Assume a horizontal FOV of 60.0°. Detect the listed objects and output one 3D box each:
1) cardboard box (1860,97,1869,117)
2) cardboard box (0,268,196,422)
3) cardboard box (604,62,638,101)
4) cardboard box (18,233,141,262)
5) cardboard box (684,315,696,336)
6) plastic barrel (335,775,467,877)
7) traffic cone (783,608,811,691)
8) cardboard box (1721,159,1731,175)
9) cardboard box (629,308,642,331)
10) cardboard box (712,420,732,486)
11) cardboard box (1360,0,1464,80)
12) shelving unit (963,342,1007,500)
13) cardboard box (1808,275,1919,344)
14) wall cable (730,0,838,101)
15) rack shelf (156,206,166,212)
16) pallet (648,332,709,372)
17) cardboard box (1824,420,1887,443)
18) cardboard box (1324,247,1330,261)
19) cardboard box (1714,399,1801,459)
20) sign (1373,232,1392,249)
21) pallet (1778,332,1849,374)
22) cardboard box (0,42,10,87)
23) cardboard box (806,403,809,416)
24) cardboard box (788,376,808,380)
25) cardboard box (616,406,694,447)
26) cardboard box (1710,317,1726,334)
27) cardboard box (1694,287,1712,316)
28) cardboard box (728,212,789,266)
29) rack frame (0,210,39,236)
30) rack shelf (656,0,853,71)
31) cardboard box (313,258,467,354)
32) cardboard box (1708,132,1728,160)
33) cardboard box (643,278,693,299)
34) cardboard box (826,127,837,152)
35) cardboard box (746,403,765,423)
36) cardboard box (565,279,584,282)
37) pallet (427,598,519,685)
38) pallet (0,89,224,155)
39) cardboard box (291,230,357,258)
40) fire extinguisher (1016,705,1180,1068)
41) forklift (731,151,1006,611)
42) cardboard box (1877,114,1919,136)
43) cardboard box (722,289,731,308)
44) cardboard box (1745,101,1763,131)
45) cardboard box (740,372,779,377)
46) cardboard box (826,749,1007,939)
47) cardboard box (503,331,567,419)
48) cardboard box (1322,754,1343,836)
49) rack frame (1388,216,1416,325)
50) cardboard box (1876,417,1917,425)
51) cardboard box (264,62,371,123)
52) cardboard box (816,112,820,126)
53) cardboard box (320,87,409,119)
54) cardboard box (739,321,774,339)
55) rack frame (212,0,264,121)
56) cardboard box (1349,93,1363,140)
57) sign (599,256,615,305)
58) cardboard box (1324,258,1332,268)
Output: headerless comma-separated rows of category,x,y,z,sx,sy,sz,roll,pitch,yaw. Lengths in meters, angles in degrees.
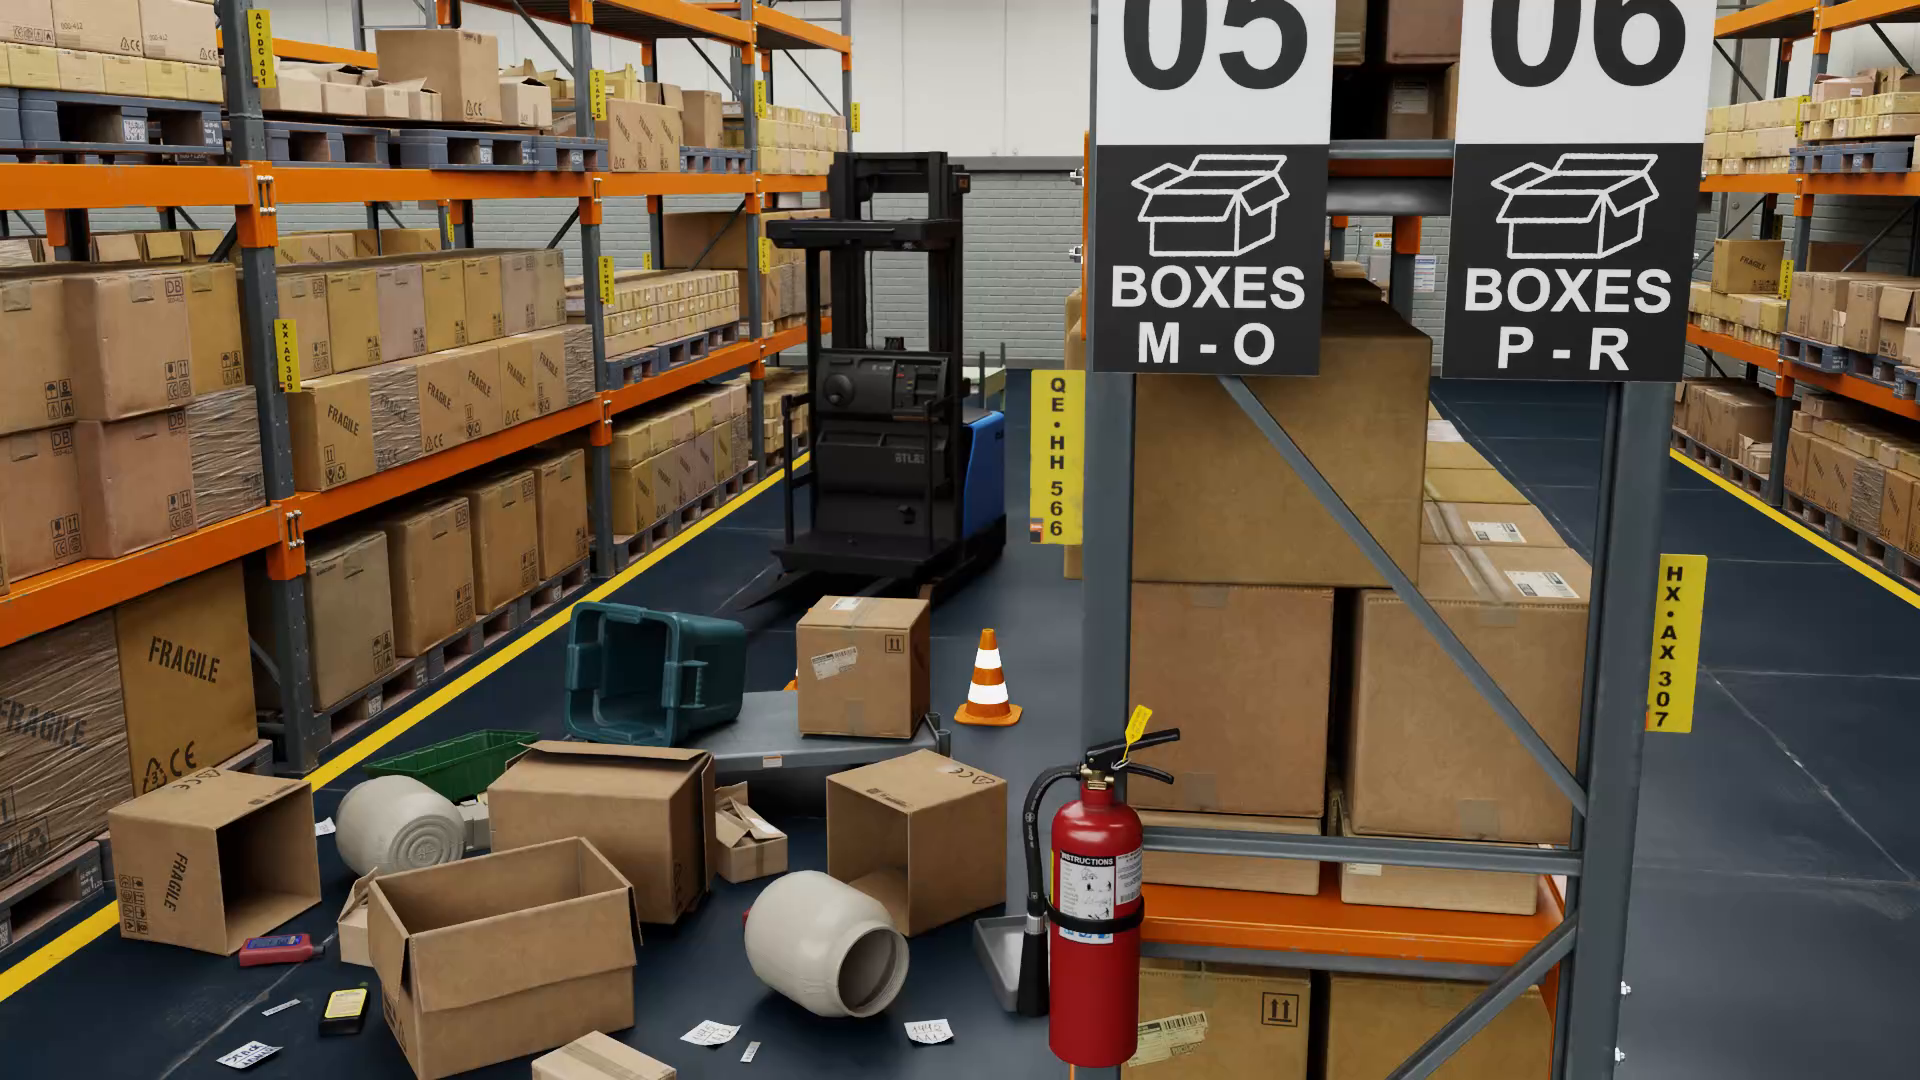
cardboard box,6.951,-3.224,12.367,0.380,0.149,0.250,2,12,9
cardboard box,-3.626,-0.789,6.613,0.875,0.550,0.550,2,12,9
cardboard box,-2.536,-3.286,11.947,0.396,0.266,0.258,2,12,9
cardboard box,-7.508,-2.362,14.215,0.797,0.503,0.637,2,12,10
cardboard box,-2.398,-1.769,13.680,0.380,0.149,0.250,2,12,11
plastic barrel,-2.224,1.164,6.588,0.421,0.421,0.512,-10,16,-40
traffic cone,-0.795,0.602,9.102,0.336,0.463,0.334,2,12,9
cardboard box,7.482,-3.549,15.816,0.380,0.149,0.250,2,12,9
cardboard box,-2.600,-1.648,12.415,0.380,0.149,0.250,1,12,7
cardboard box,-2.279,-0.761,14.341,0.500,0.500,0.500,2,12,7
cardboard box,1.067,-1.044,3.247,0.500,0.250,0.500,2,12,8
shelving unit,0.075,-0.759,12.954,0.431,1.500,0.755,3,13,13
cardboard box,7.102,-1.800,12.992,0.700,0.500,0.500,2,12,9
wall cable,-2.330,-8.632,24.050,2.277,5.999,0.120,2,12,9
rack shelf,-7.528,-2.927,14.042,1.077,0.370,4.000,2,12,9
pallet,-2.686,-1.534,13.445,1.003,0.211,1.213,2,12,9
cardboard box,7.164,-0.868,13.296,0.380,0.149,0.250,1,12,6
cardboard box,2.274,-1.707,11.184,0.500,0.500,0.500,1,12,7
cardboard box,7.575,-1.046,15.665,0.700,0.500,0.500,1,12,7
sign,6.061,-4.265,23.702,0.339,0.242,0.001,2,12,9
pallet,7.246,-1.491,13.246,1.003,0.211,1.213,2,12,9
cardboard box,-3.500,-1.628,5.668,0.380,0.149,0.250,2,12,8
cardboard box,-1.737,-1.390,17.387,0.380,0.149,0.250,2,12,9
cardboard box,-1.663,-1.703,18.134,0.380,0.149,0.250,1,12,6
cardboard box,-2.438,-0.908,13.242,0.500,0.250,0.500,2,12,9
cardboard box,7.503,-2.076,16.101,0.380,0.149,0.250,2,12,10
cardboard box,7.604,-2.356,16.454,0.500,0.250,0.500,2,12,8
cardboard box,-1.960,-2.924,16.125,0.500,0.500,0.500,2,12,7
rack frame,-11.499,-3.222,20.822,1.000,3.000,0.127,2,12,9
rack shelf,-2.027,-5.042,16.746,1.077,0.370,4.000,2,12,9
cardboard box,-3.261,-1.340,9.480,0.700,0.500,0.500,2,12,8
cardboard box,7.605,-3.822,16.139,0.500,0.250,0.500,2,12,7
cardboard box,-2.405,-2.059,13.614,0.380,0.149,0.250,1,12,6
cardboard box,-1.617,-4.306,17.904,0.500,0.250,0.500,2,12,7
cardboard box,-2.077,-1.214,15.865,0.380,0.149,0.250,2,12,11
cardboard box,-3.086,-2.027,13.468,0.380,0.149,0.250,2,12,10
pallet,-3.336,0.564,9.875,1.003,0.211,1.213,2,12,9
pallet,-3.702,-1.634,6.547,1.003,0.211,1.213,2,12,9
cardboard box,-7.096,-3.196,18.575,0.500,0.500,0.500,2,12,7
fire extinguisher,0.253,0.637,3.099,0.296,0.674,0.183,2,12,9
forklift,-0.593,-1.079,11.045,1.130,2.935,3.031,4,13,18
cardboard box,6.827,-2.975,11.919,0.380,0.149,0.250,2,12,10
cardboard box,-2.240,-2.130,14.652,0.380,0.149,0.250,2,12,9
cardboard box,7.472,-3.854,15.100,0.500,0.250,0.500,2,12,10
cardboard box,-2.225,-1.774,18.464,0.380,0.149,0.250,2,12,8
cardboard box,-0.168,1.158,6.429,0.500,0.500,0.500,-10,16,-40
cardboard box,-2.832,-1.057,10.539,0.500,0.500,0.500,2,12,9
cardboard box,1.008,0.596,3.702,0.380,0.149,0.250,2,12,9
rack frame,1.341,-0.242,6.996,1.000,3.000,0.127,2,12,9
cardboard box,7.670,-0.907,13.478,0.380,0.149,0.250,2,12,9
cardboard box,-3.513,-2.430,9.008,0.500,0.311,0.500,1,12,7
cardboard box,-1.686,-4.422,17.495,0.380,0.149,0.250,2,12,7
cardboard box,-3.093,-2.262,8.613,0.380,0.149,0.250,2,12,9
cardboard box,-1.968,-1.972,15.621,0.380,0.149,0.250,2,12,11
rack frame,-3.565,-3.314,7.011,1.000,3.000,0.127,2,12,9
cardboard box,1.175,-1.031,4.132,0.380,0.149,0.250,1,12,7
sign,-2.401,-1.763,11.304,0.100,0.325,0.005,2,12,9
cardboard box,1.059,-0.840,6.457,0.700,0.500,0.500,2,12,8
